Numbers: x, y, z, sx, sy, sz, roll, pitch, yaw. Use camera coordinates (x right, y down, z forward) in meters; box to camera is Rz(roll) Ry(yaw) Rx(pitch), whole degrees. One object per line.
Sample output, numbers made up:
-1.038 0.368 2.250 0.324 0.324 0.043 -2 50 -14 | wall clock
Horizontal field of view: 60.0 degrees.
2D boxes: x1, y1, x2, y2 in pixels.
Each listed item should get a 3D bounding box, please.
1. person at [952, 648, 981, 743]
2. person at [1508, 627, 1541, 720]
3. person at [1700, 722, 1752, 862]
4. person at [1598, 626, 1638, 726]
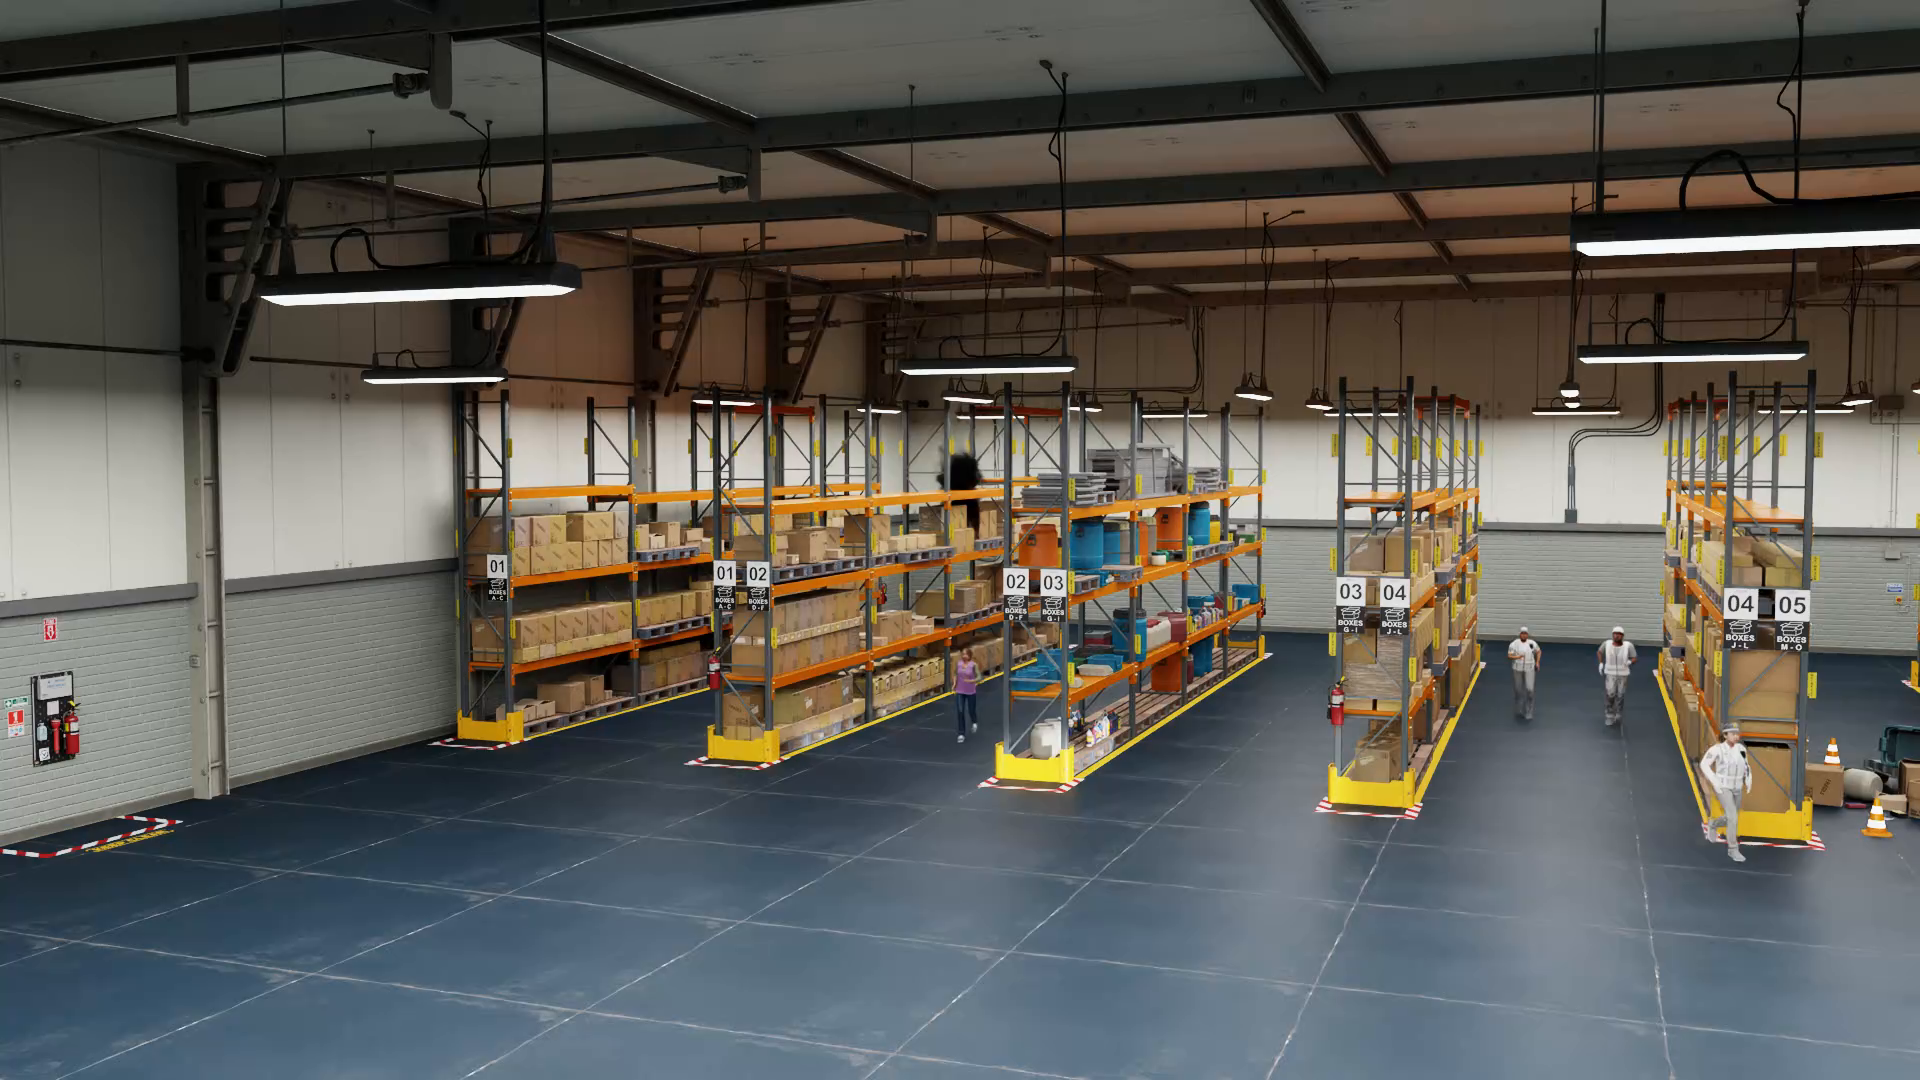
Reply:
0.106 2.637 28.486 0.545 1.561 0.864 1 3 13 | person
10.499 2.474 30.964 0.576 1.730 0.746 1 3 21 | person
9.420 3.051 20.478 0.609 1.677 0.789 -1 3 -12 | person
11.888 2.472 30.064 0.665 1.824 0.754 1 3 18 | person
